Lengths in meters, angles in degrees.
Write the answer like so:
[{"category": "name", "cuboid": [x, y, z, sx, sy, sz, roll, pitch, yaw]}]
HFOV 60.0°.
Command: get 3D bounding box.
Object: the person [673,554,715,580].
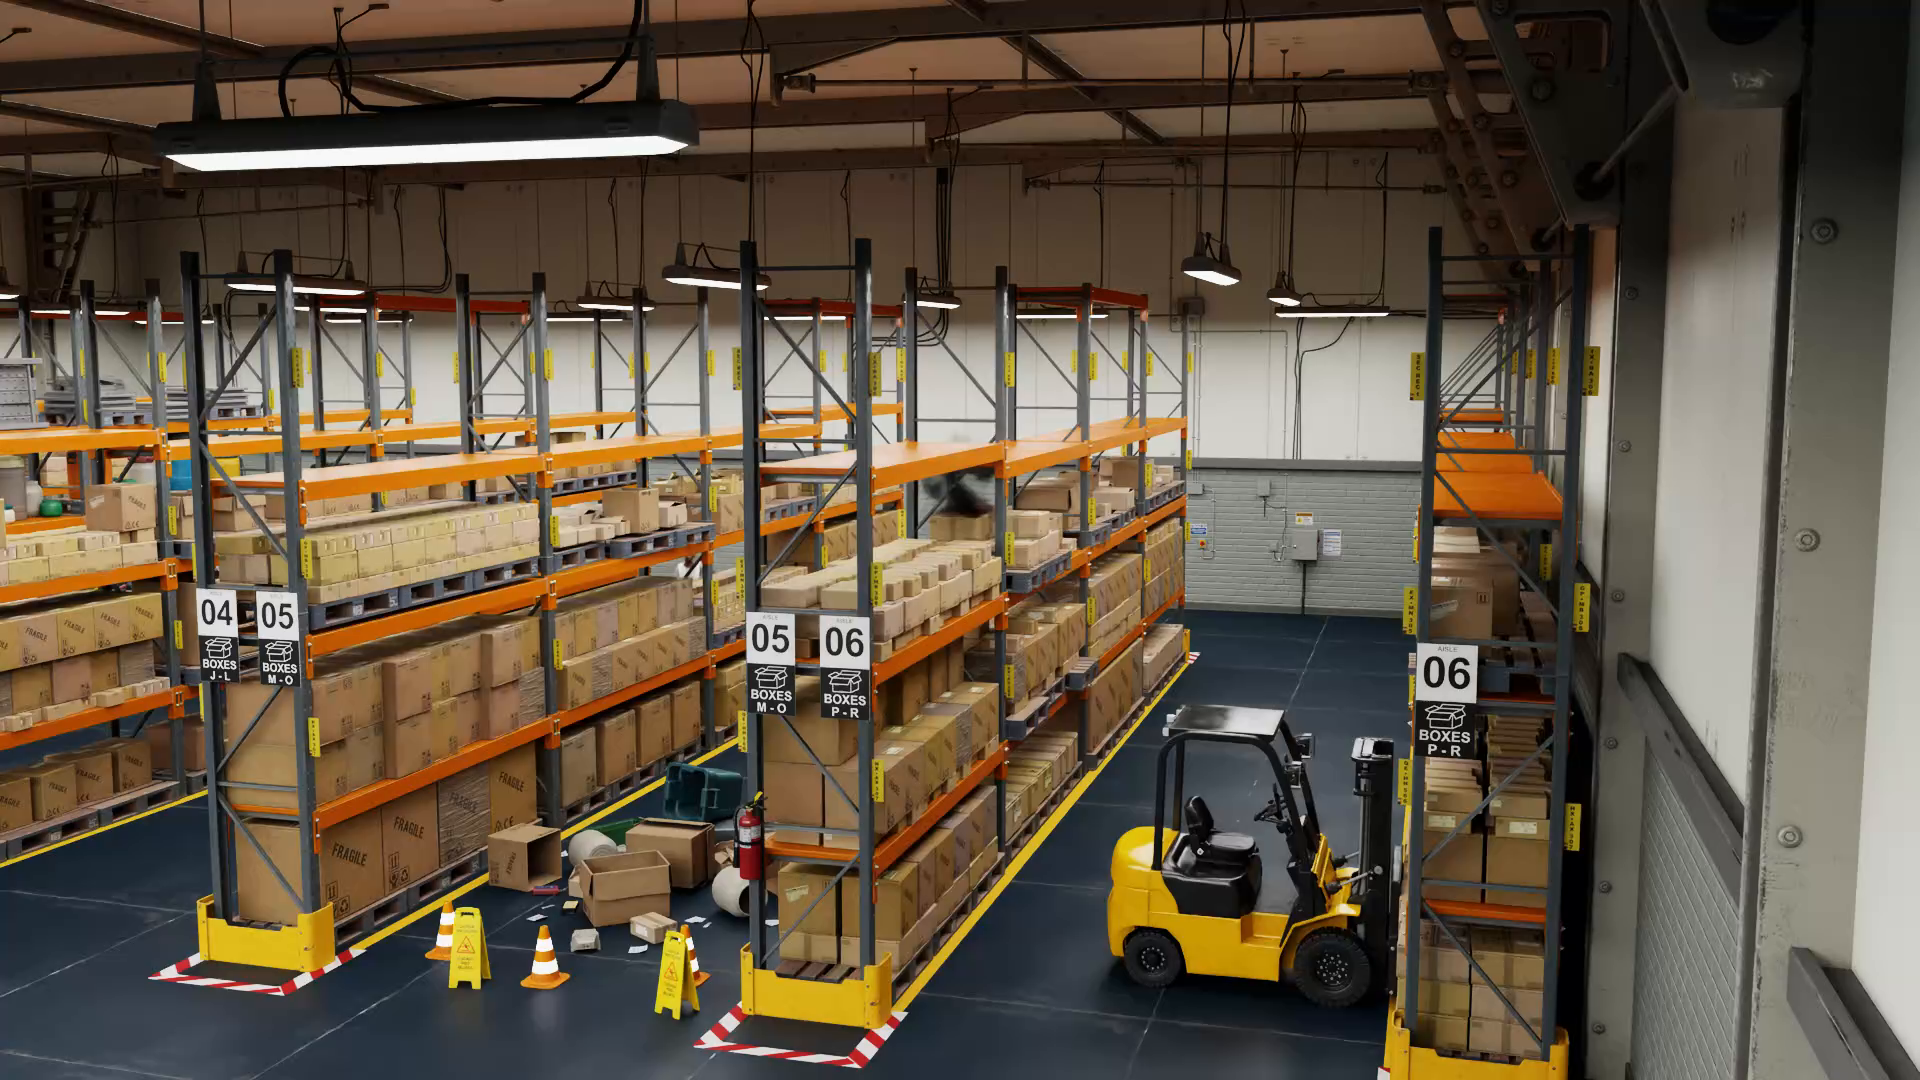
[{"category": "person", "cuboid": [-4.767, 0.990, 29.581, 0.696, 1.735, 0.625, 1, 7, 13]}]
